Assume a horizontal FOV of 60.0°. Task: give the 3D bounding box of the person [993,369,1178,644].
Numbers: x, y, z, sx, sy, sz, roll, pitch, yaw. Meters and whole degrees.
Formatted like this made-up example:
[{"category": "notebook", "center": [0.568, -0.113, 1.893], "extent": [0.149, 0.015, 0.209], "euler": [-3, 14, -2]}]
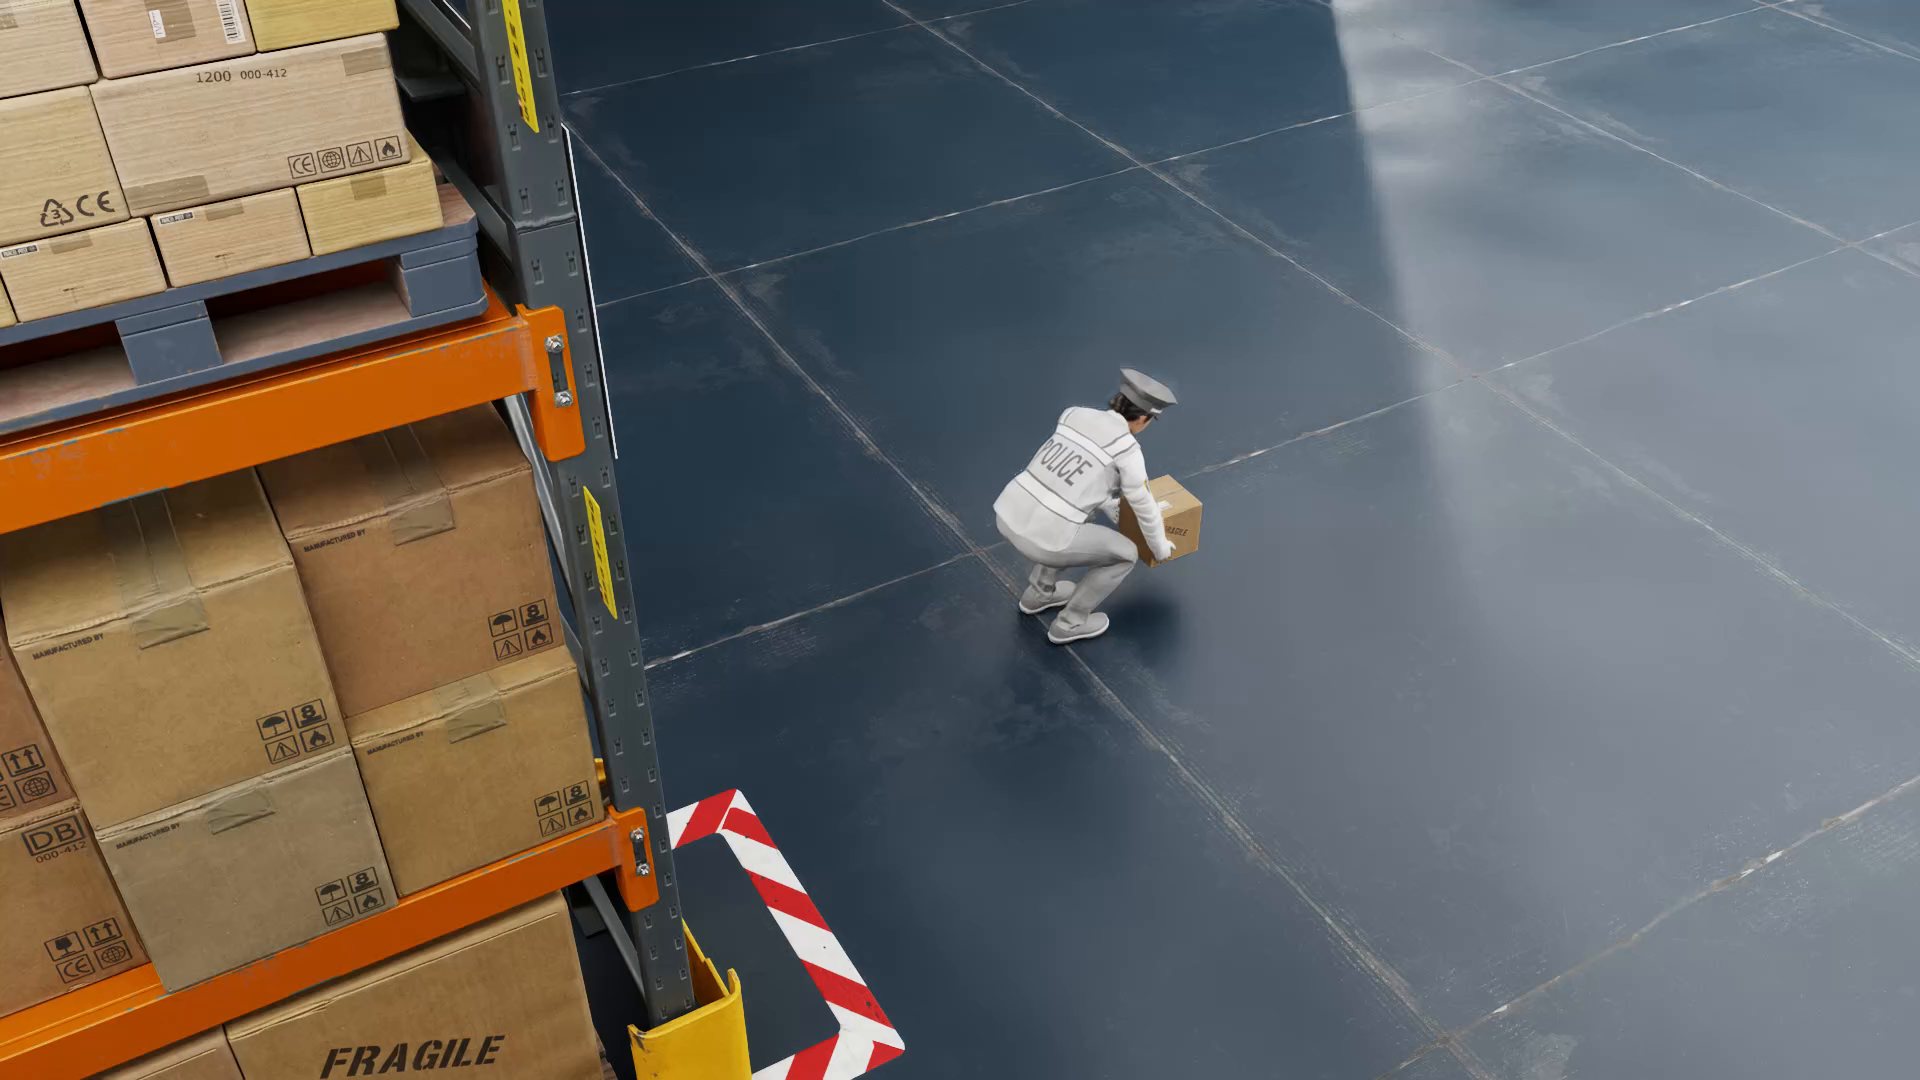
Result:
[{"category": "person", "center": [0.513, -0.148, 6.841], "extent": [0.815, 1.073, 0.505], "euler": [-19, 41, -24]}]
